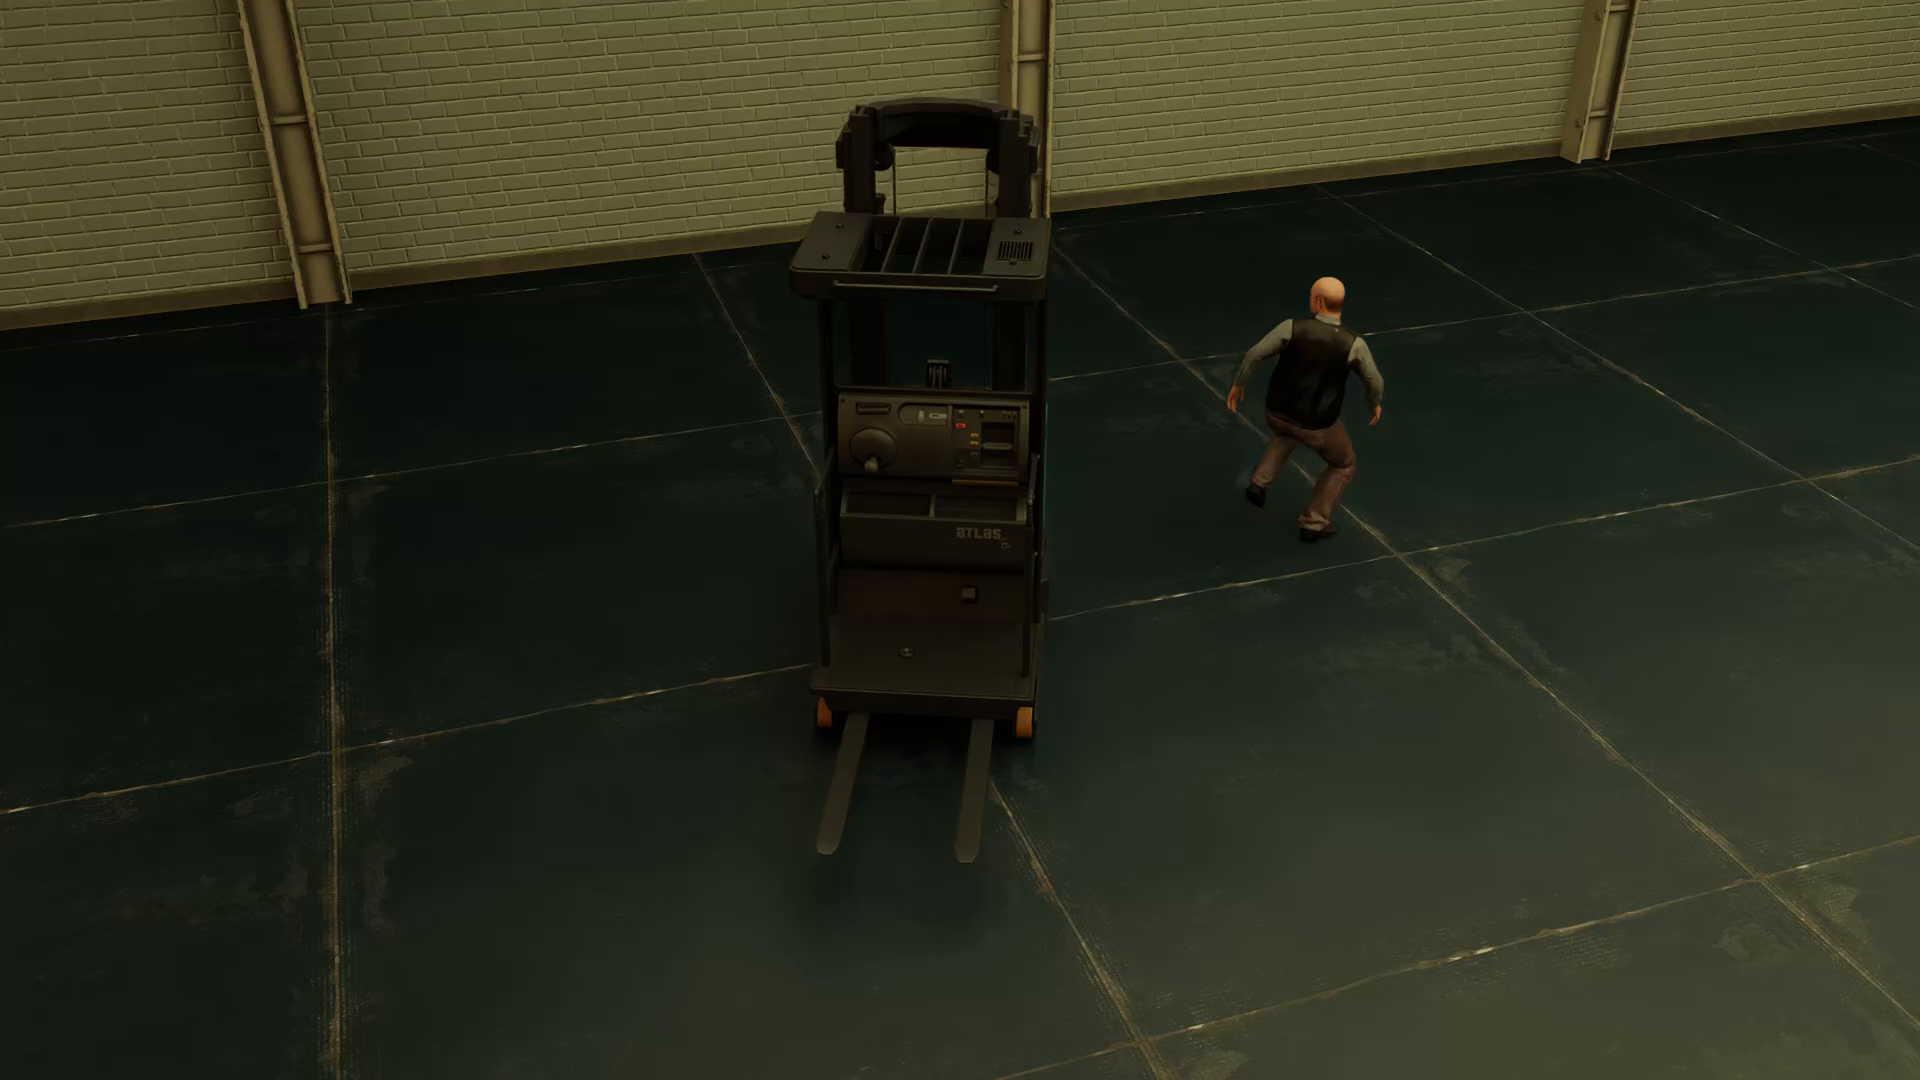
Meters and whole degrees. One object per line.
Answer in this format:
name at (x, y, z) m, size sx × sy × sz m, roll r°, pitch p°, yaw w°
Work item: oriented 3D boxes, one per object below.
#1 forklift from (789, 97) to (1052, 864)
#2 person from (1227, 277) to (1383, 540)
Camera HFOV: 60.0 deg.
forklift at (-0.147, -0.452, 7.873) m, size 1.130 × 2.935 × 3.031 m, roll 3°, pitch 30°, yaw 4°
person at (2.048, -0.782, 9.781) m, size 0.802 × 1.623 × 0.604 m, roll 22°, pitch 36°, yaw 33°
